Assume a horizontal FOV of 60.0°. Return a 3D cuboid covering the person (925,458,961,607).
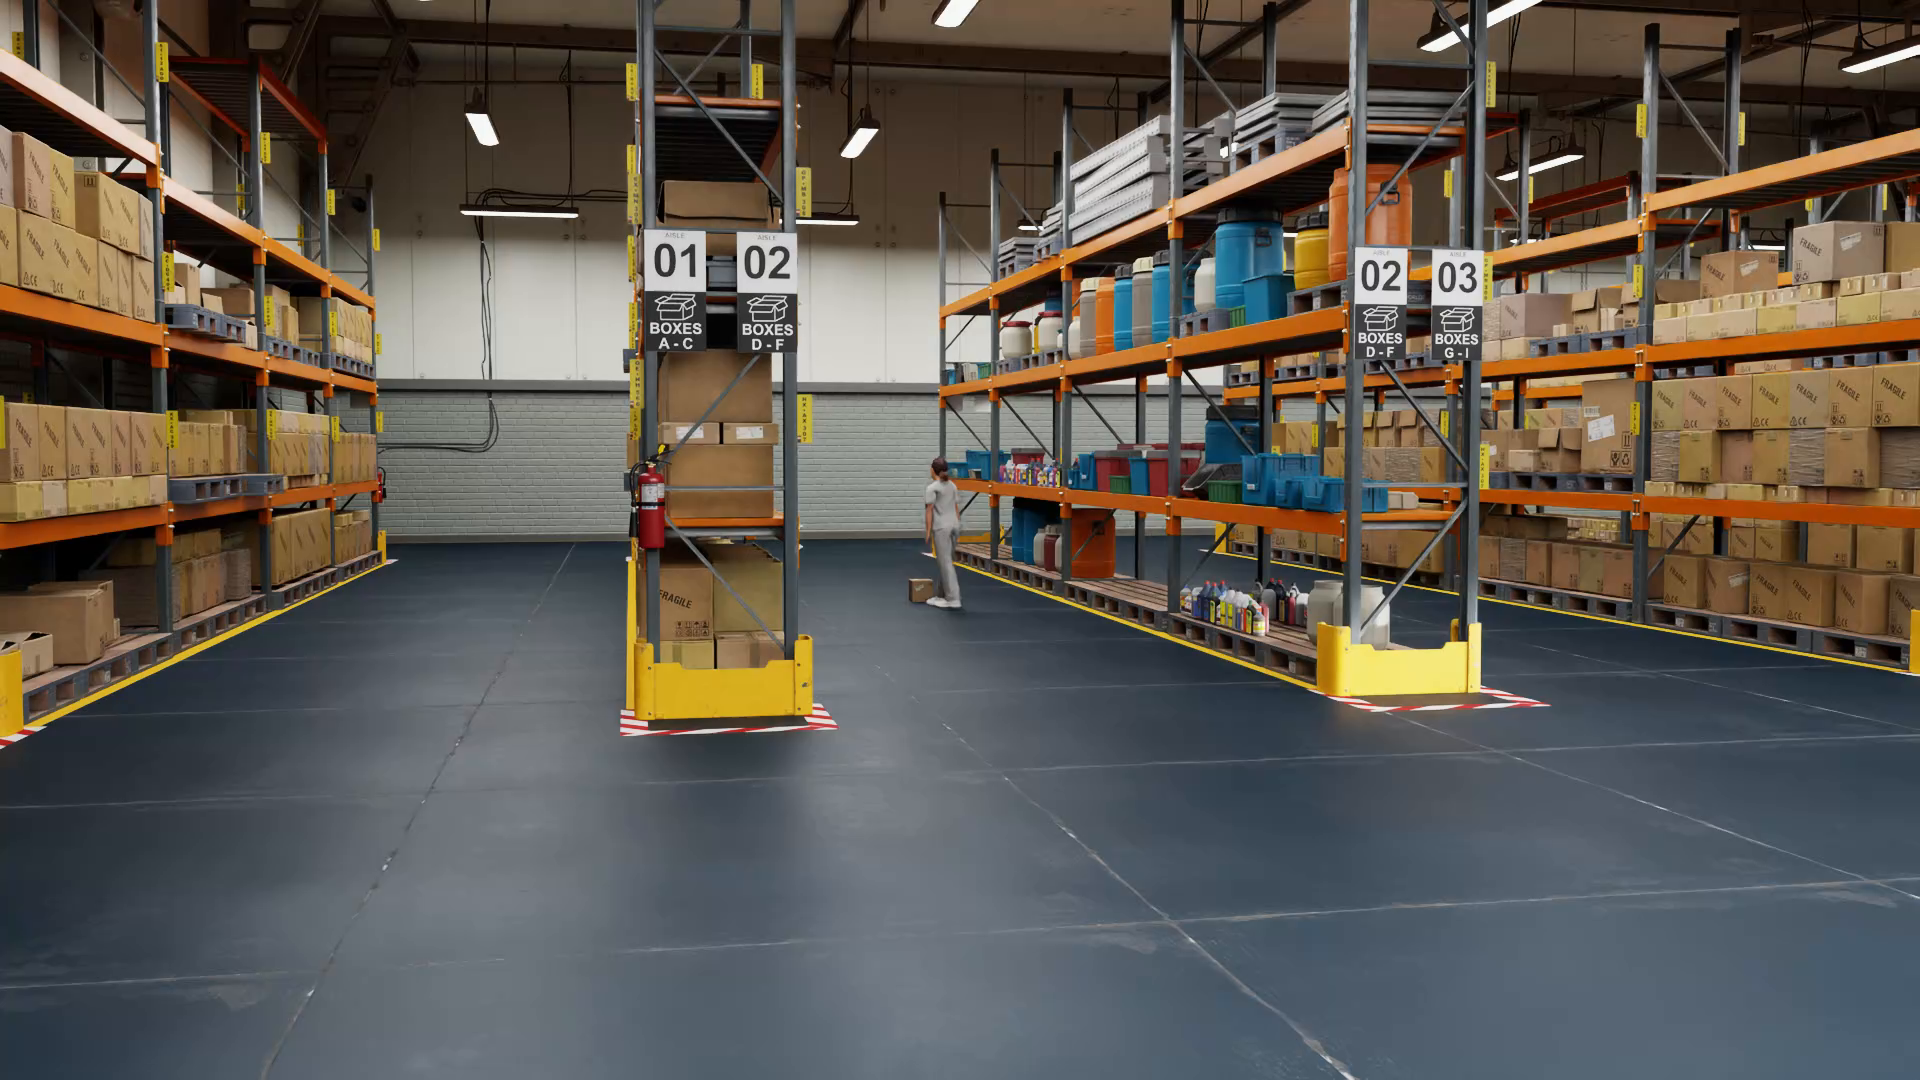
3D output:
[{"bbox_3d":[-0.219,-0.085,18.527,0.703,1.660,0.468,3,4,44],"label":"person"}]
